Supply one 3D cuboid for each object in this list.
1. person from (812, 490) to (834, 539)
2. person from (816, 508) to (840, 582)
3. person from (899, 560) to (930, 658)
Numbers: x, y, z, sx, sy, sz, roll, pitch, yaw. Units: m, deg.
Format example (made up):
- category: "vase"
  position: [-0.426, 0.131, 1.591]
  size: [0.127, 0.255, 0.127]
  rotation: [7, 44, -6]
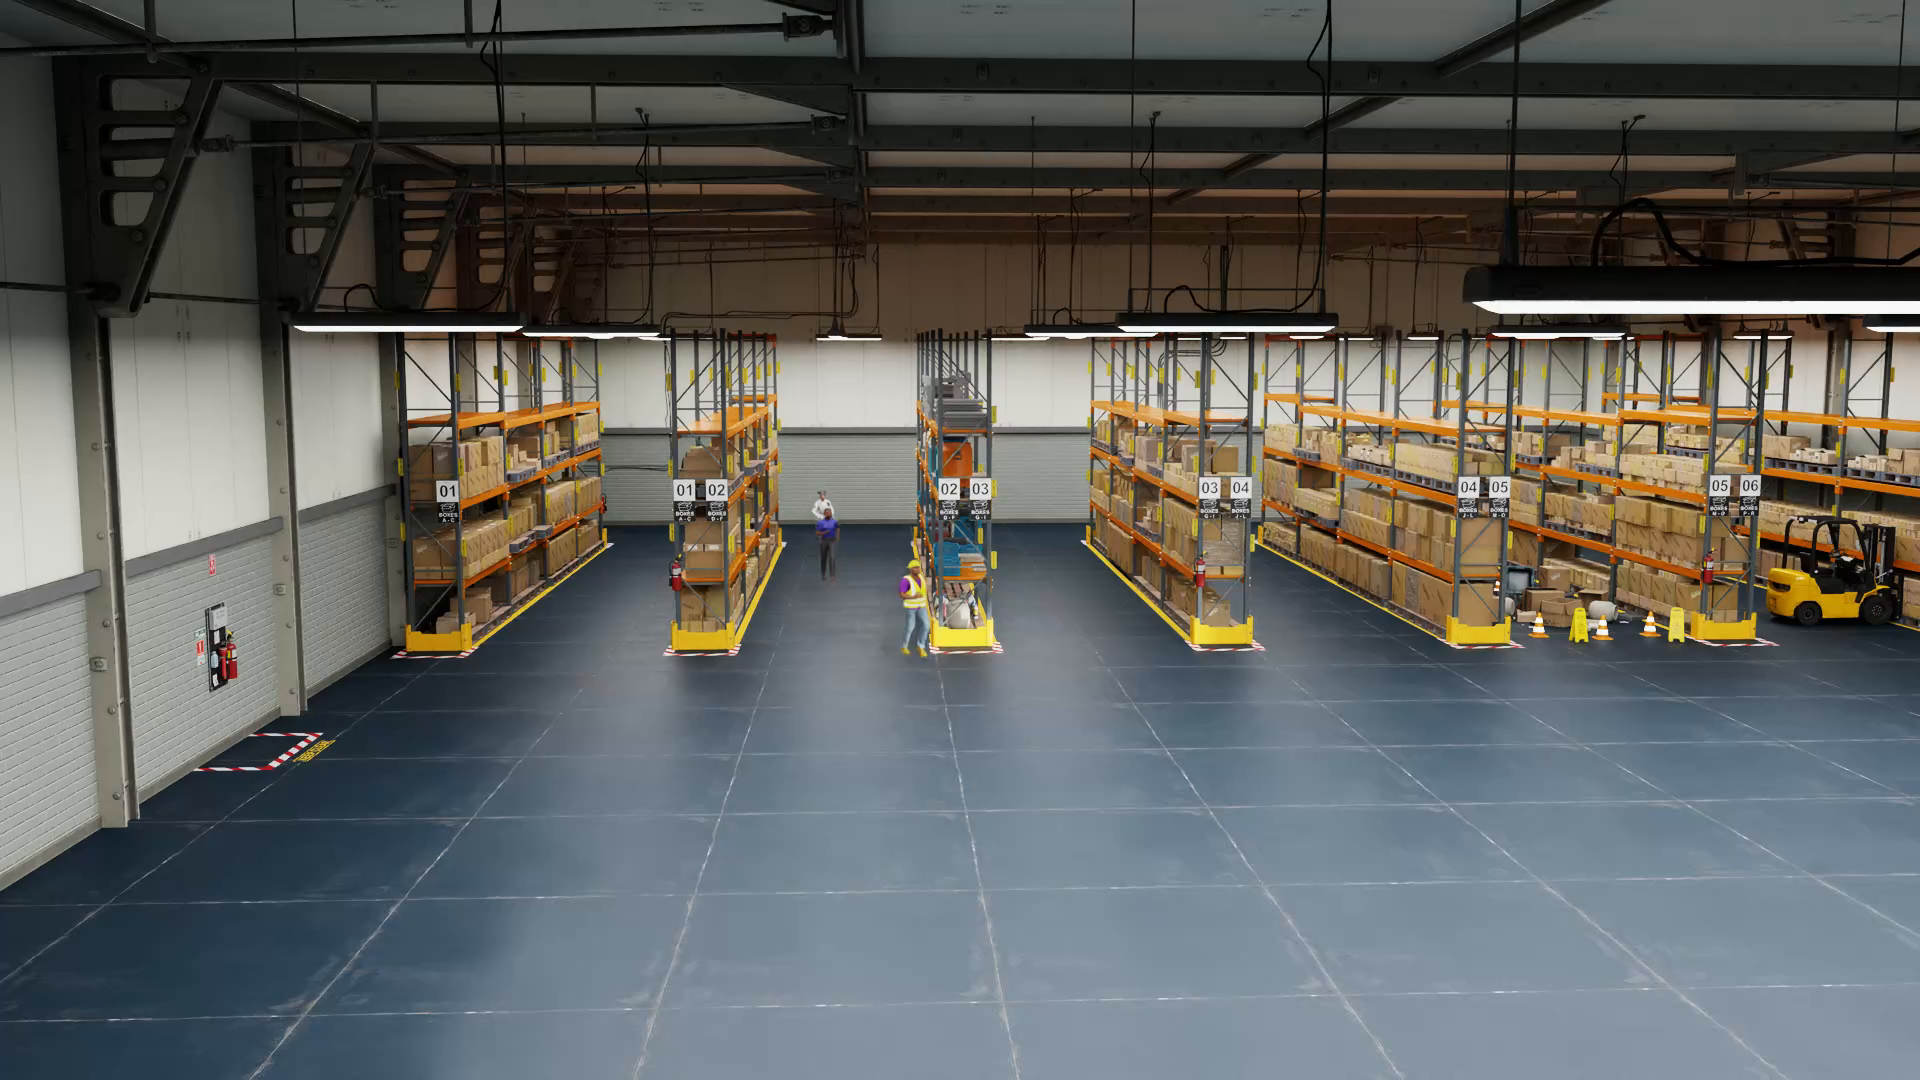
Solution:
- category: "person"
  position: [-3.820, -0.598, 46.932]
  size: [0.622, 1.621, 0.523]
  rotation: [-4, 8, -30]
- category: "person"
  position: [-3.020, 0.121, 38.089]
  size: [0.575, 1.697, 0.875]
  rotation: [-1, 7, -10]
- category: "person"
  position: [-0.827, 1.267, 30.424]
  size: [0.701, 1.814, 0.751]
  rotation: [-5, 8, -35]
